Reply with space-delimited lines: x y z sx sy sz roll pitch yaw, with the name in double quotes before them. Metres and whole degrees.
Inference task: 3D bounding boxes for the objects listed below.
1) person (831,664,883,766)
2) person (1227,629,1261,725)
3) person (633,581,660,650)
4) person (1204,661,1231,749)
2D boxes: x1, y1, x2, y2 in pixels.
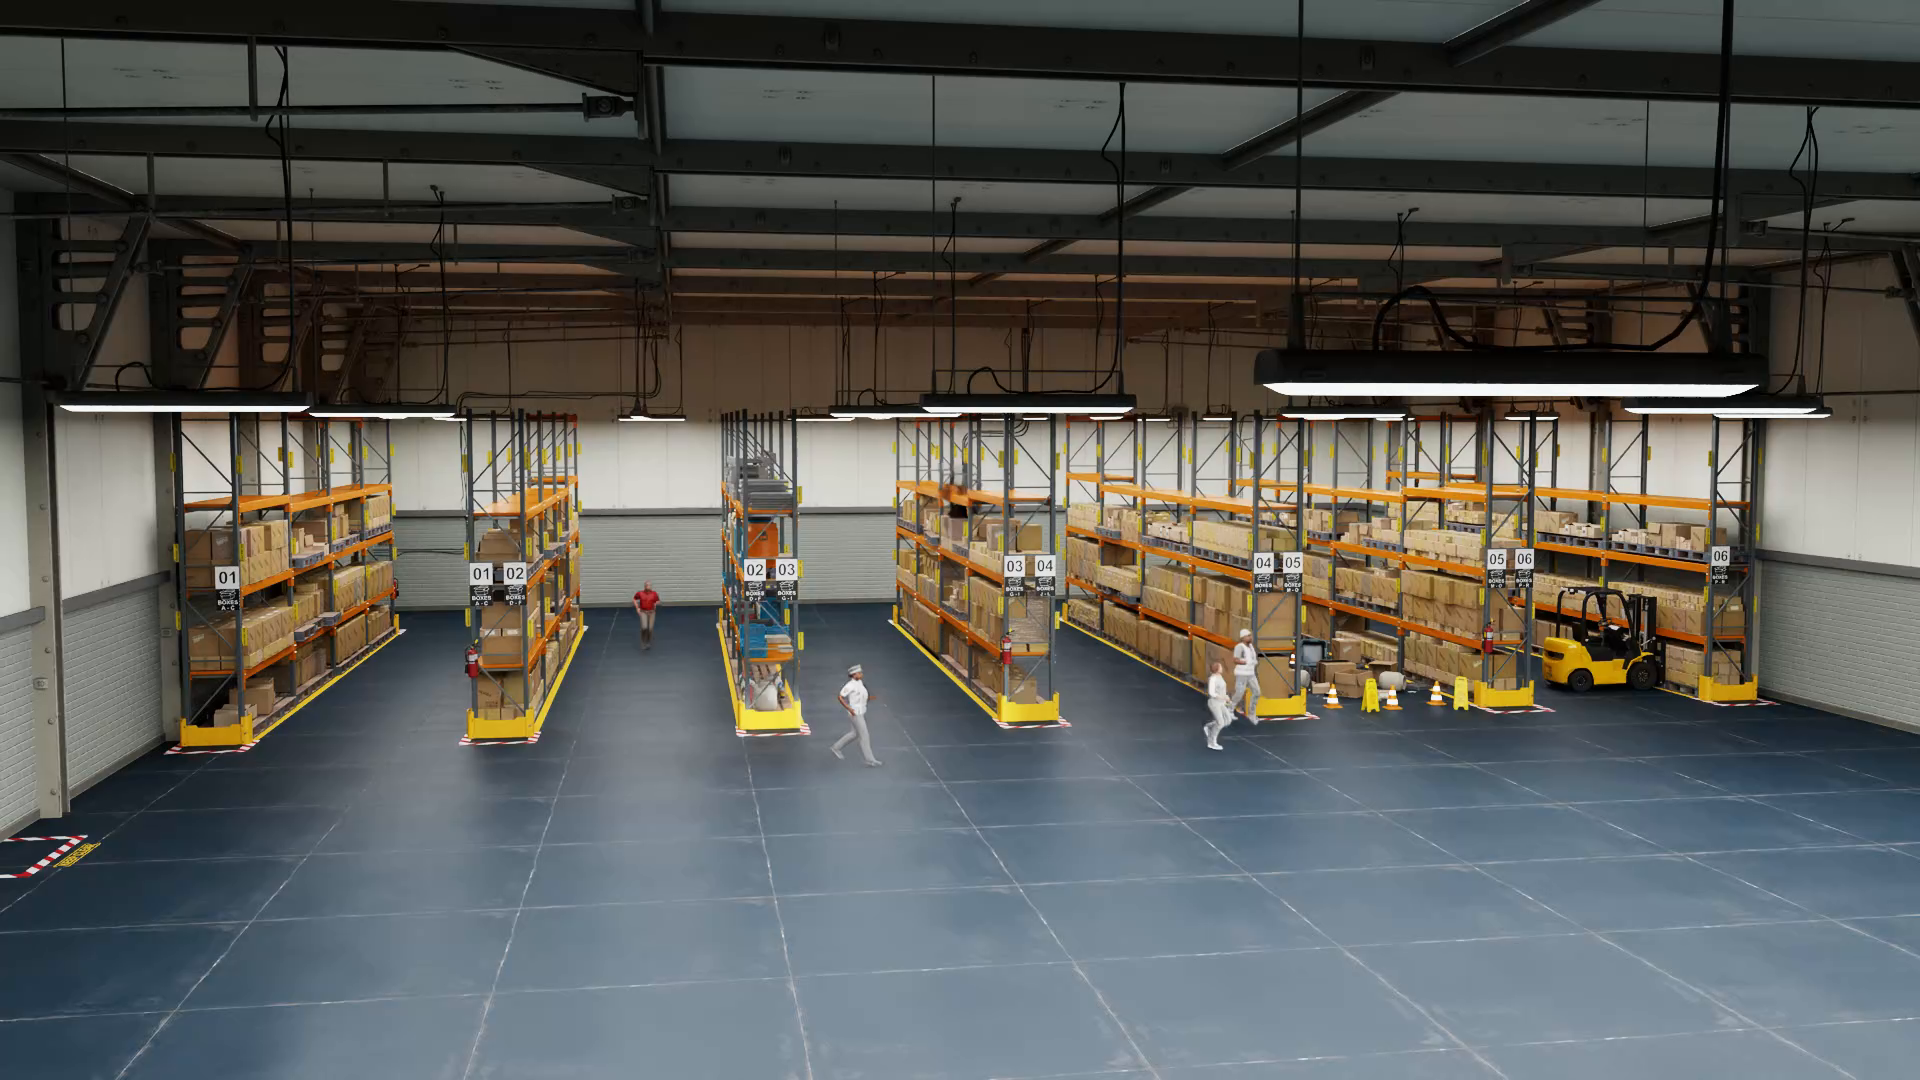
"person" -1.733 2.913 27.845 0.922 1.683 0.576 1 4 13
"person" 5.449 2.621 31.810 0.697 1.845 0.677 4 5 44
"person" -7.935 1.937 42.247 0.635 1.780 0.749 -2 4 -22
"person" 4.539 2.908 29.295 0.542 1.560 0.535 2 4 27
